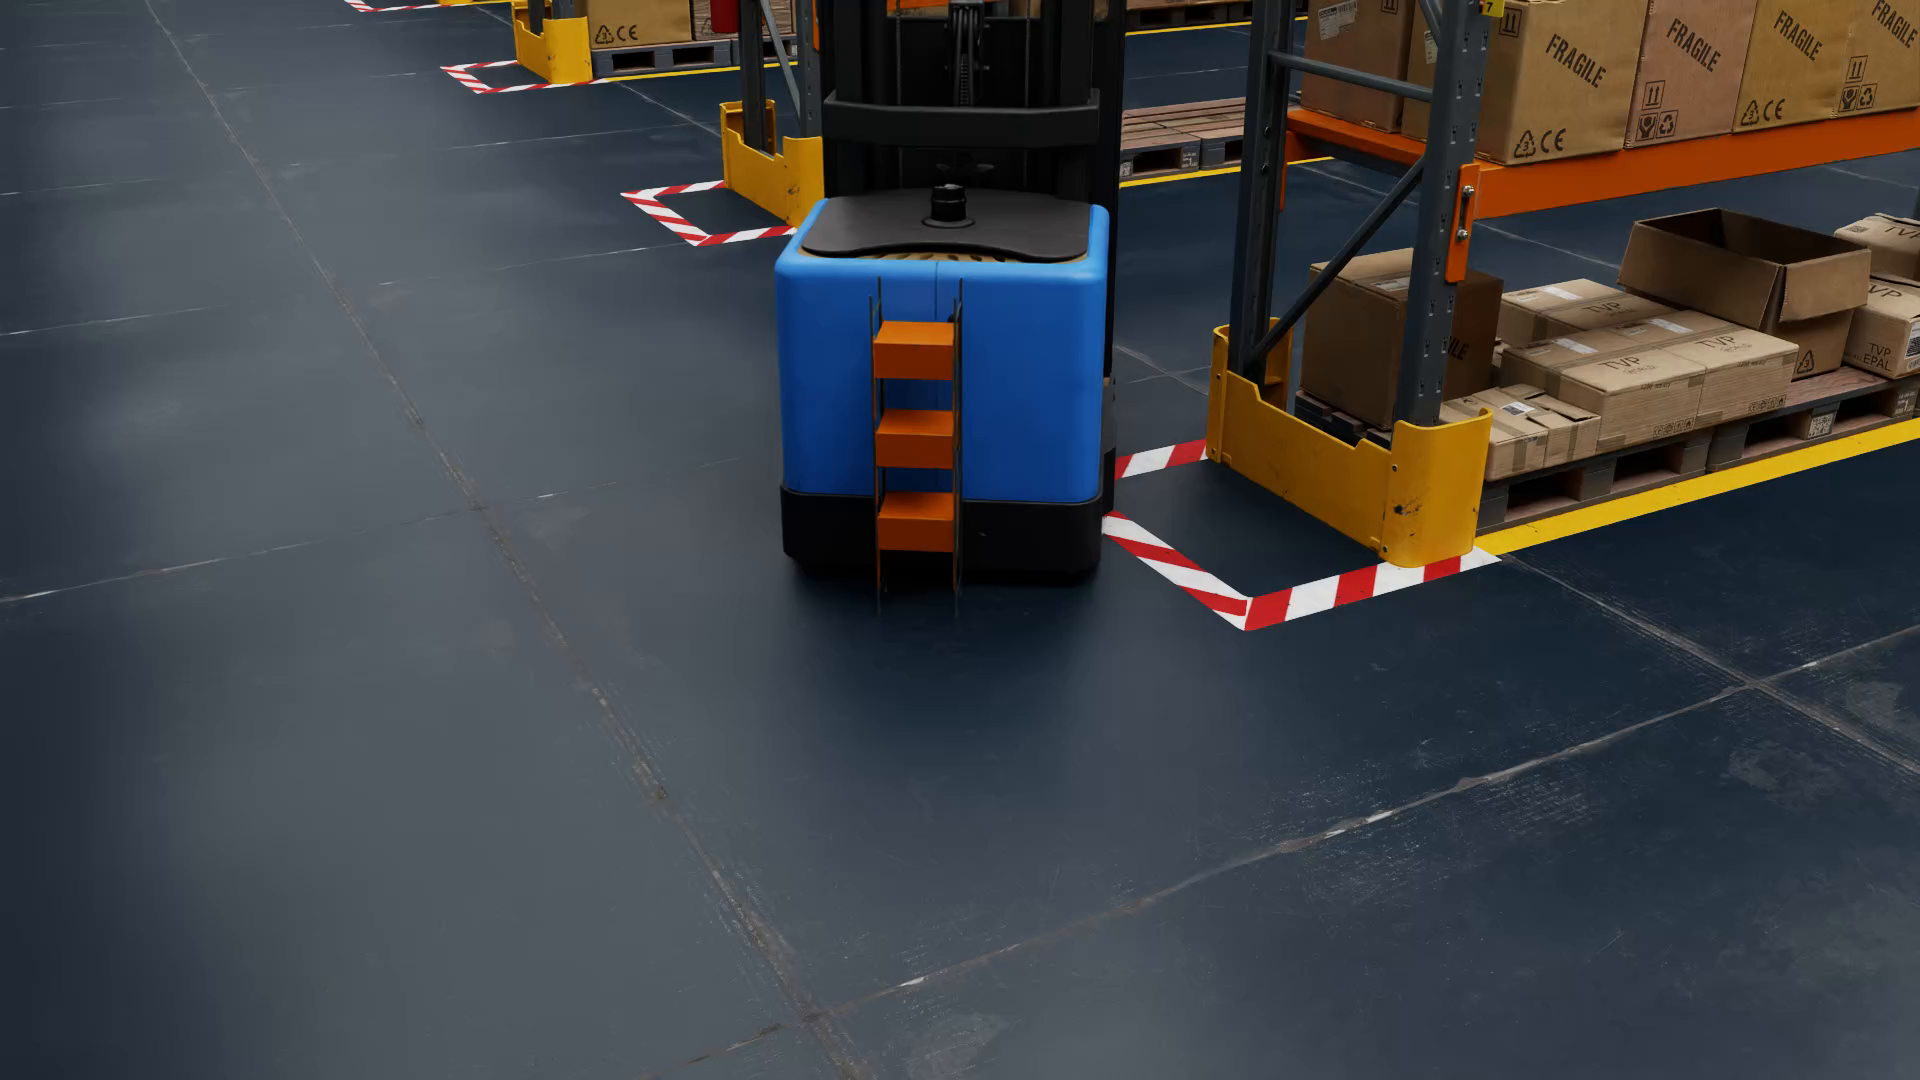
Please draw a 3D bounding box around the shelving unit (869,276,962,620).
[{"bbox_3d":[-0.127,-0.268,5.095,0.252,1.050,0.215,2,26,5],"label":"shelving unit"}]

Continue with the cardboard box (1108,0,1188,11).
[{"bbox_3d":[1.500,-5.641,16.003,0.875,0.875,1.225,-14,29,-27],"label":"cardboard box"}]

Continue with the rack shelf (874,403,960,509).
[{"bbox_3d":[-0.127,-0.259,5.100,0.240,0.259,0.215,2,26,5],"label":"rack shelf"}]

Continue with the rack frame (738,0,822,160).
[{"bbox_3d":[-1.042,-3.383,9.330,0.127,3.000,1.000,-13,29,-25],"label":"rack frame"}]

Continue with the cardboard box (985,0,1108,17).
[{"bbox_3d":[0.712,-5.459,15.623,0.875,0.875,1.225,-13,29,-25],"label":"cardboard box"}]

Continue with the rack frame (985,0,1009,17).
[{"bbox_3d":[0.157,-6.089,14.967,0.127,3.000,1.000,-13,29,-25],"label":"rack frame"}]

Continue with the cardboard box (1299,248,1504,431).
[{"bbox_3d":[1.650,-0.767,6.261,0.500,0.500,0.500,-13,29,-25],"label":"cardboard box"}]

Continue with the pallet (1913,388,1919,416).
[{"bbox_3d":[4.209,-0.908,7.399,1.213,0.211,1.003,-13,29,-25],"label":"pallet"}]

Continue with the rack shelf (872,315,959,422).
[{"bbox_3d":[-0.127,-0.514,4.977,0.240,0.259,0.215,2,26,5],"label":"rack shelf"}]

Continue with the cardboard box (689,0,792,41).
[{"bbox_3d":[-2.042,-4.852,14.360,0.875,0.875,0.875,-13,29,-25],"label":"cardboard box"}]

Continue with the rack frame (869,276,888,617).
[{"bbox_3d":[-0.248,-0.273,5.105,0.008,1.050,0.200,2,26,5],"label":"rack frame"}]

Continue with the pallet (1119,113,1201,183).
[{"bbox_3d":[0.779,-2.526,10.767,1.213,0.211,1.003,-13,29,-25],"label":"pallet"}]

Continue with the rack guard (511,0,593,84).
[{"bbox_3d":[-3.394,-4.143,13.801,0.348,0.500,1.175,-13,29,-25],"label":"rack guard"}]

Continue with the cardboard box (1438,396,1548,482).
[{"bbox_3d":[1.817,-0.358,5.815,0.250,0.149,0.380,-13,29,-25],"label":"cardboard box"}]

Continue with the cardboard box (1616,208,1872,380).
[{"bbox_3d":[3.160,-0.993,6.730,0.637,0.503,0.797,-13,29,-25],"label":"cardboard box"}]

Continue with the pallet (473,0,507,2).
[{"bbox_3d":[-4.817,-6.100,18.211,1.213,0.211,1.003,-13,29,-25],"label":"pallet"}]

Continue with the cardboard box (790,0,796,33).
[{"bbox_3d":[-1.257,-5.034,14.738,0.875,0.875,0.875,-13,29,-25],"label":"cardboard box"}]

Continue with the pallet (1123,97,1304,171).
[{"bbox_3d":[1.857,-2.776,11.288,1.213,0.211,1.003,-13,29,-25],"label":"pallet"}]

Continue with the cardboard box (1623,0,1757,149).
[{"bbox_3d":[2.254,-1.632,5.569,0.500,0.500,0.500,-13,29,-26],"label":"cardboard box"}]

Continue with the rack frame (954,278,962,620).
[{"bbox_3d":[-0.005,-0.263,5.085,0.008,1.050,0.200,2,26,5],"label":"rack frame"}]

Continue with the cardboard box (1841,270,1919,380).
[{"bbox_3d":[3.784,-0.914,6.787,0.500,0.311,0.500,-13,29,-25],"label":"cardboard box"}]

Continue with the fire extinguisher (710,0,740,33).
[{"bbox_3d":[-1.389,-3.323,9.725,0.183,0.674,0.296,-13,29,-25],"label":"fire extinguisher"}]

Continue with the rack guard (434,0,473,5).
[{"bbox_3d":[-5.550,-6.078,17.832,0.348,0.500,1.175,-13,29,-25],"label":"rack guard"}]

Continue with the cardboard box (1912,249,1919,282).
[{"bbox_3d":[4.446,-1.152,7.064,0.500,0.500,0.500,-13,29,-25],"label":"cardboard box"}]

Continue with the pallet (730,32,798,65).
[{"bbox_3d":[-1.629,-4.457,14.789,1.213,0.211,1.003,-13,29,-25],"label":"pallet"}]

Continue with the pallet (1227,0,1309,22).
[{"bbox_3d":[2.955,-5.515,16.993,1.213,0.211,1.003,-13,29,-25],"label":"pallet"}]

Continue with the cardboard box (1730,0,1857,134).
[{"bbox_3d":[2.698,-1.733,5.779,0.500,0.500,0.500,-13,29,-25],"label":"cardboard box"}]

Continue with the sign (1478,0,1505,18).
[{"bbox_3d":[1.541,-1.674,4.770,0.005,0.325,0.100,-13,29,-25],"label":"sign"}]

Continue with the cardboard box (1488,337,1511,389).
[{"bbox_3d":[2.049,-0.664,6.434,0.250,0.166,0.380,-13,29,-25],"label":"cardboard box"}]

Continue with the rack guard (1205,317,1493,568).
[{"bbox_3d":[1.353,-0.379,5.962,0.348,0.500,1.175,-13,29,-25],"label":"rack guard"}]

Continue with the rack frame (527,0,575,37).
[{"bbox_3d":[-3.372,-5.275,13.270,0.127,3.000,1.000,-13,29,-25],"label":"rack frame"}]

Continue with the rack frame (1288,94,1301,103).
[{"bbox_3d":[2.488,-4.198,11.027,0.127,3.000,1.000,-13,29,-25],"label":"rack frame"}]

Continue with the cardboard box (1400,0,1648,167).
[{"bbox_3d":[1.801,-1.525,5.346,0.500,0.500,0.500,-12,28,-24],"label":"cardboard box"}]

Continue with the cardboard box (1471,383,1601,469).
[{"bbox_3d":[2.038,-0.416,5.917,0.250,0.166,0.380,-13,29,-25],"label":"cardboard box"}]

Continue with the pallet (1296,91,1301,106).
[{"bbox_3d":[3.188,-3.082,11.925,1.213,0.211,1.003,-13,29,-25],"label":"pallet"}]

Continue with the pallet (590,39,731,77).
[{"bbox_3d":[-2.704,-4.210,14.275,1.213,0.211,1.003,-13,29,-25],"label":"pallet"}]

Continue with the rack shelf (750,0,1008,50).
[{"bbox_3d":[0.723,-3.466,10.334,4.000,0.370,1.077,-13,29,-25],"label":"rack shelf"}]

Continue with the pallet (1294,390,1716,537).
[{"bbox_3d":[2.056,-0.411,6.363,1.213,0.211,1.003,-13,29,-25],"label":"pallet"}]

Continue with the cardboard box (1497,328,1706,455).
[{"bbox_3d":[2.340,-0.553,6.106,0.500,0.250,0.500,-13,29,-25],"label":"cardboard box"}]

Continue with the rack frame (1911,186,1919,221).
[{"bbox_3d":[4.815,-2.305,7.085,0.127,3.000,1.000,-13,29,-25],"label":"rack frame"}]

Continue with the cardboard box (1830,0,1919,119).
[{"bbox_3d":[3.140,-1.835,5.990,0.500,0.500,0.500,-13,28,-24],"label":"cardboard box"}]

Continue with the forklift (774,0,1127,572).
[{"bbox_3d":[0.066,-1.821,6.156,1.130,2.935,3.031,2,26,5],"label":"forklift"}]

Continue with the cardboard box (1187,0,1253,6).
[{"bbox_3d":[2.278,-5.824,16.385,0.875,0.875,1.225,-13,29,-25],"label":"cardboard box"}]

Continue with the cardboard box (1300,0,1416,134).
[{"bbox_3d":[1.553,-1.731,5.774,0.500,0.500,0.500,-12,28,-24],"label":"cardboard box"}]

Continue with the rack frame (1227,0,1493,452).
[{"bbox_3d":[1.286,-1.490,5.389,0.127,3.000,1.000,-13,29,-25],"label":"rack frame"}]

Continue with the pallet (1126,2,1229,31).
[{"bbox_3d":[1.880,-5.268,16.479,1.213,0.211,1.003,-13,29,-25],"label":"pallet"}]

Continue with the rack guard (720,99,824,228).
[{"bbox_3d":[-1.057,-2.246,9.851,0.348,0.500,1.175,-13,29,-25],"label":"rack guard"}]

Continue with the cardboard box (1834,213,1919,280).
[{"bbox_3d":[4.343,-1.288,7.566,0.500,0.311,0.500,-13,29,-25],"label":"cardboard box"}]

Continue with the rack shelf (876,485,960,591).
[{"bbox_3d":[-0.127,-0.008,5.221,0.240,0.259,0.215,2,26,5],"label":"rack shelf"}]

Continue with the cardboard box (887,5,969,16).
[{"bbox_3d":[-0.463,-5.217,15.120,0.875,0.875,0.875,-13,29,-25],"label":"cardboard box"}]

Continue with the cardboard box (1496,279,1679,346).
[{"bbox_3d":[2.502,-0.836,6.694,0.500,0.250,0.500,-13,29,-25],"label":"cardboard box"}]

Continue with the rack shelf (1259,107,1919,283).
[{"bbox_3d":[3.051,-1.573,6.393,4.000,0.370,1.077,-13,29,-25],"label":"rack shelf"}]

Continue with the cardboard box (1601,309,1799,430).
[{"bbox_3d":[2.781,-0.655,6.318,0.500,0.250,0.500,-13,29,-25],"label":"cardboard box"}]

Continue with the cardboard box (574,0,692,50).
[{"bbox_3d":[-2.845,-4.667,13.974,0.875,0.875,0.875,-13,29,-25],"label":"cardboard box"}]

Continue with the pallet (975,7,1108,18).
[{"bbox_3d":[0.802,-5.018,15.958,1.213,0.211,1.003,-13,29,-25],"label":"pallet"}]

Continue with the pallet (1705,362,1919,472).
[{"bbox_3d":[3.131,-0.658,6.877,1.213,0.211,1.003,-13,29,-25],"label":"pallet"}]
